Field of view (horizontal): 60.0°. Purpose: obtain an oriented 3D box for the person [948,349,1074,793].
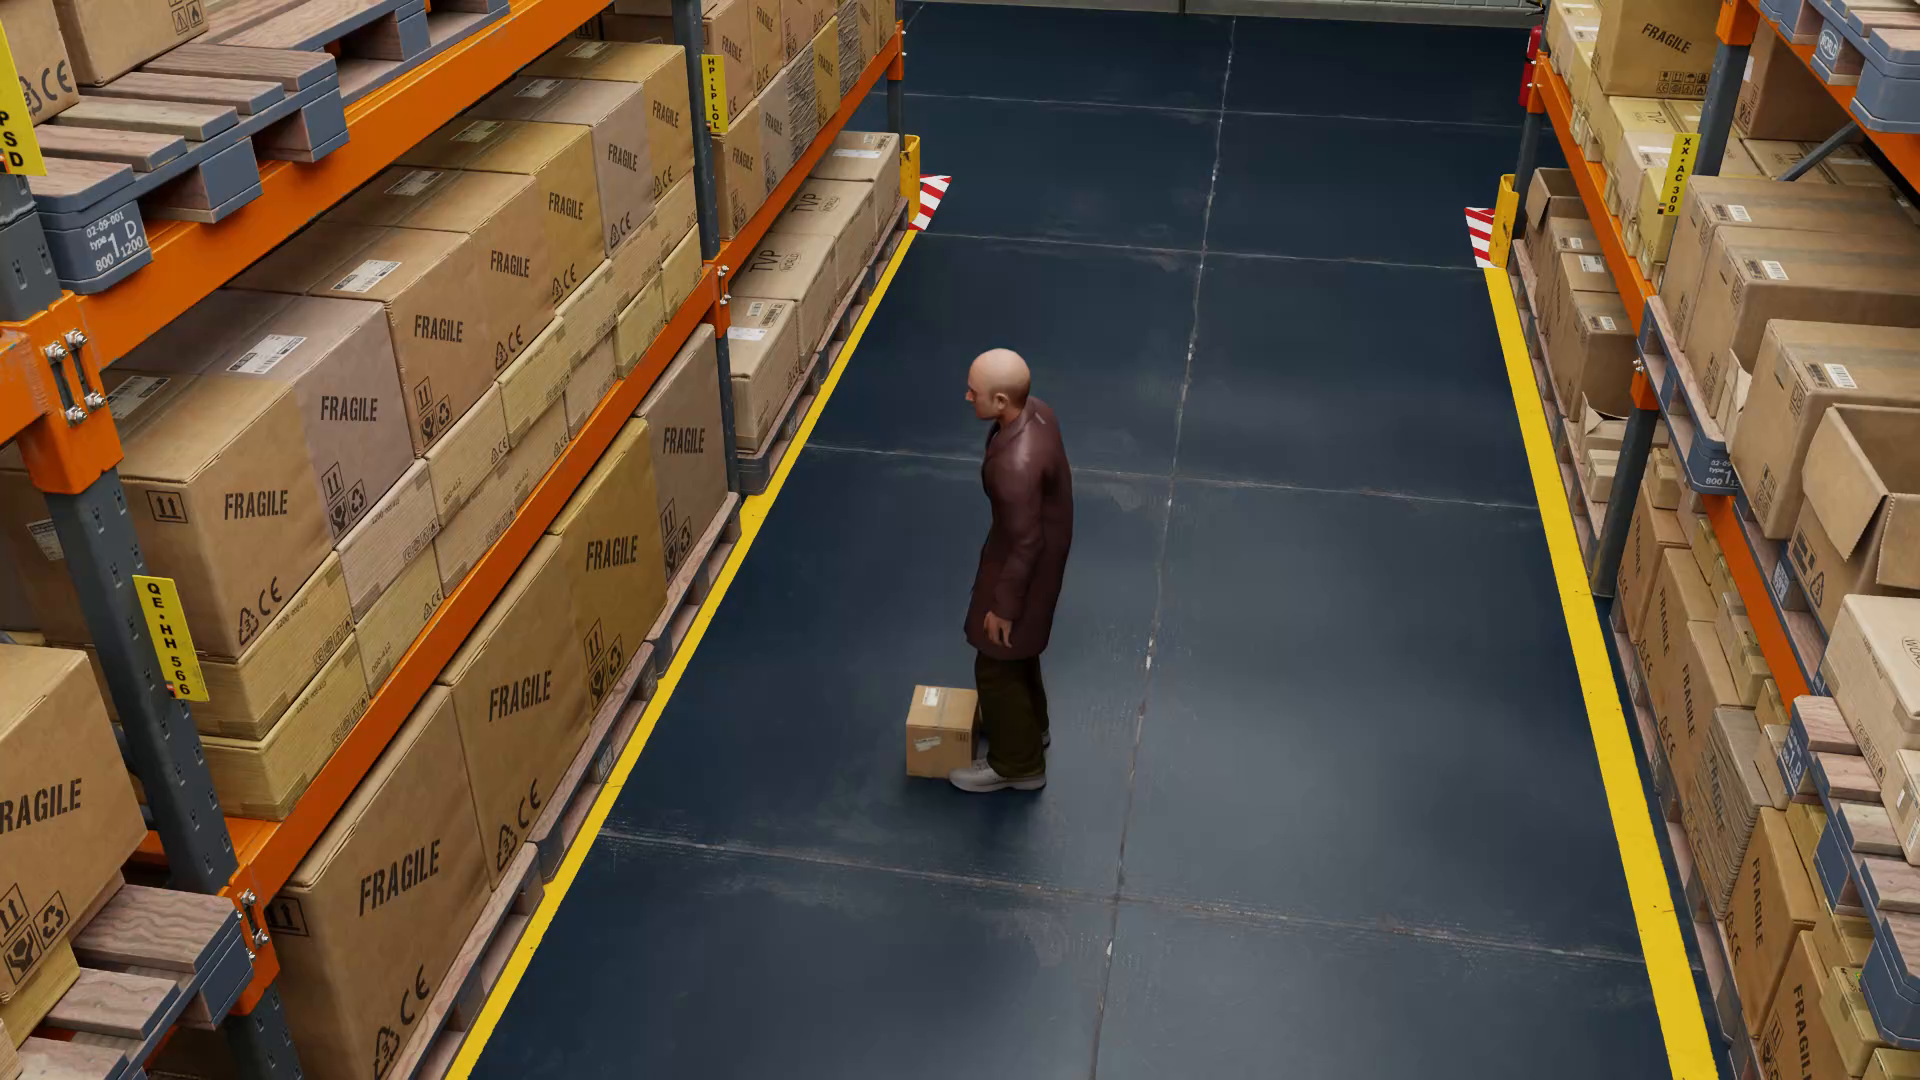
[{"bbox_3d":[0.185,0.118,5.963,0.429,1.772,0.643,4,32,6],"label":"person"}]
